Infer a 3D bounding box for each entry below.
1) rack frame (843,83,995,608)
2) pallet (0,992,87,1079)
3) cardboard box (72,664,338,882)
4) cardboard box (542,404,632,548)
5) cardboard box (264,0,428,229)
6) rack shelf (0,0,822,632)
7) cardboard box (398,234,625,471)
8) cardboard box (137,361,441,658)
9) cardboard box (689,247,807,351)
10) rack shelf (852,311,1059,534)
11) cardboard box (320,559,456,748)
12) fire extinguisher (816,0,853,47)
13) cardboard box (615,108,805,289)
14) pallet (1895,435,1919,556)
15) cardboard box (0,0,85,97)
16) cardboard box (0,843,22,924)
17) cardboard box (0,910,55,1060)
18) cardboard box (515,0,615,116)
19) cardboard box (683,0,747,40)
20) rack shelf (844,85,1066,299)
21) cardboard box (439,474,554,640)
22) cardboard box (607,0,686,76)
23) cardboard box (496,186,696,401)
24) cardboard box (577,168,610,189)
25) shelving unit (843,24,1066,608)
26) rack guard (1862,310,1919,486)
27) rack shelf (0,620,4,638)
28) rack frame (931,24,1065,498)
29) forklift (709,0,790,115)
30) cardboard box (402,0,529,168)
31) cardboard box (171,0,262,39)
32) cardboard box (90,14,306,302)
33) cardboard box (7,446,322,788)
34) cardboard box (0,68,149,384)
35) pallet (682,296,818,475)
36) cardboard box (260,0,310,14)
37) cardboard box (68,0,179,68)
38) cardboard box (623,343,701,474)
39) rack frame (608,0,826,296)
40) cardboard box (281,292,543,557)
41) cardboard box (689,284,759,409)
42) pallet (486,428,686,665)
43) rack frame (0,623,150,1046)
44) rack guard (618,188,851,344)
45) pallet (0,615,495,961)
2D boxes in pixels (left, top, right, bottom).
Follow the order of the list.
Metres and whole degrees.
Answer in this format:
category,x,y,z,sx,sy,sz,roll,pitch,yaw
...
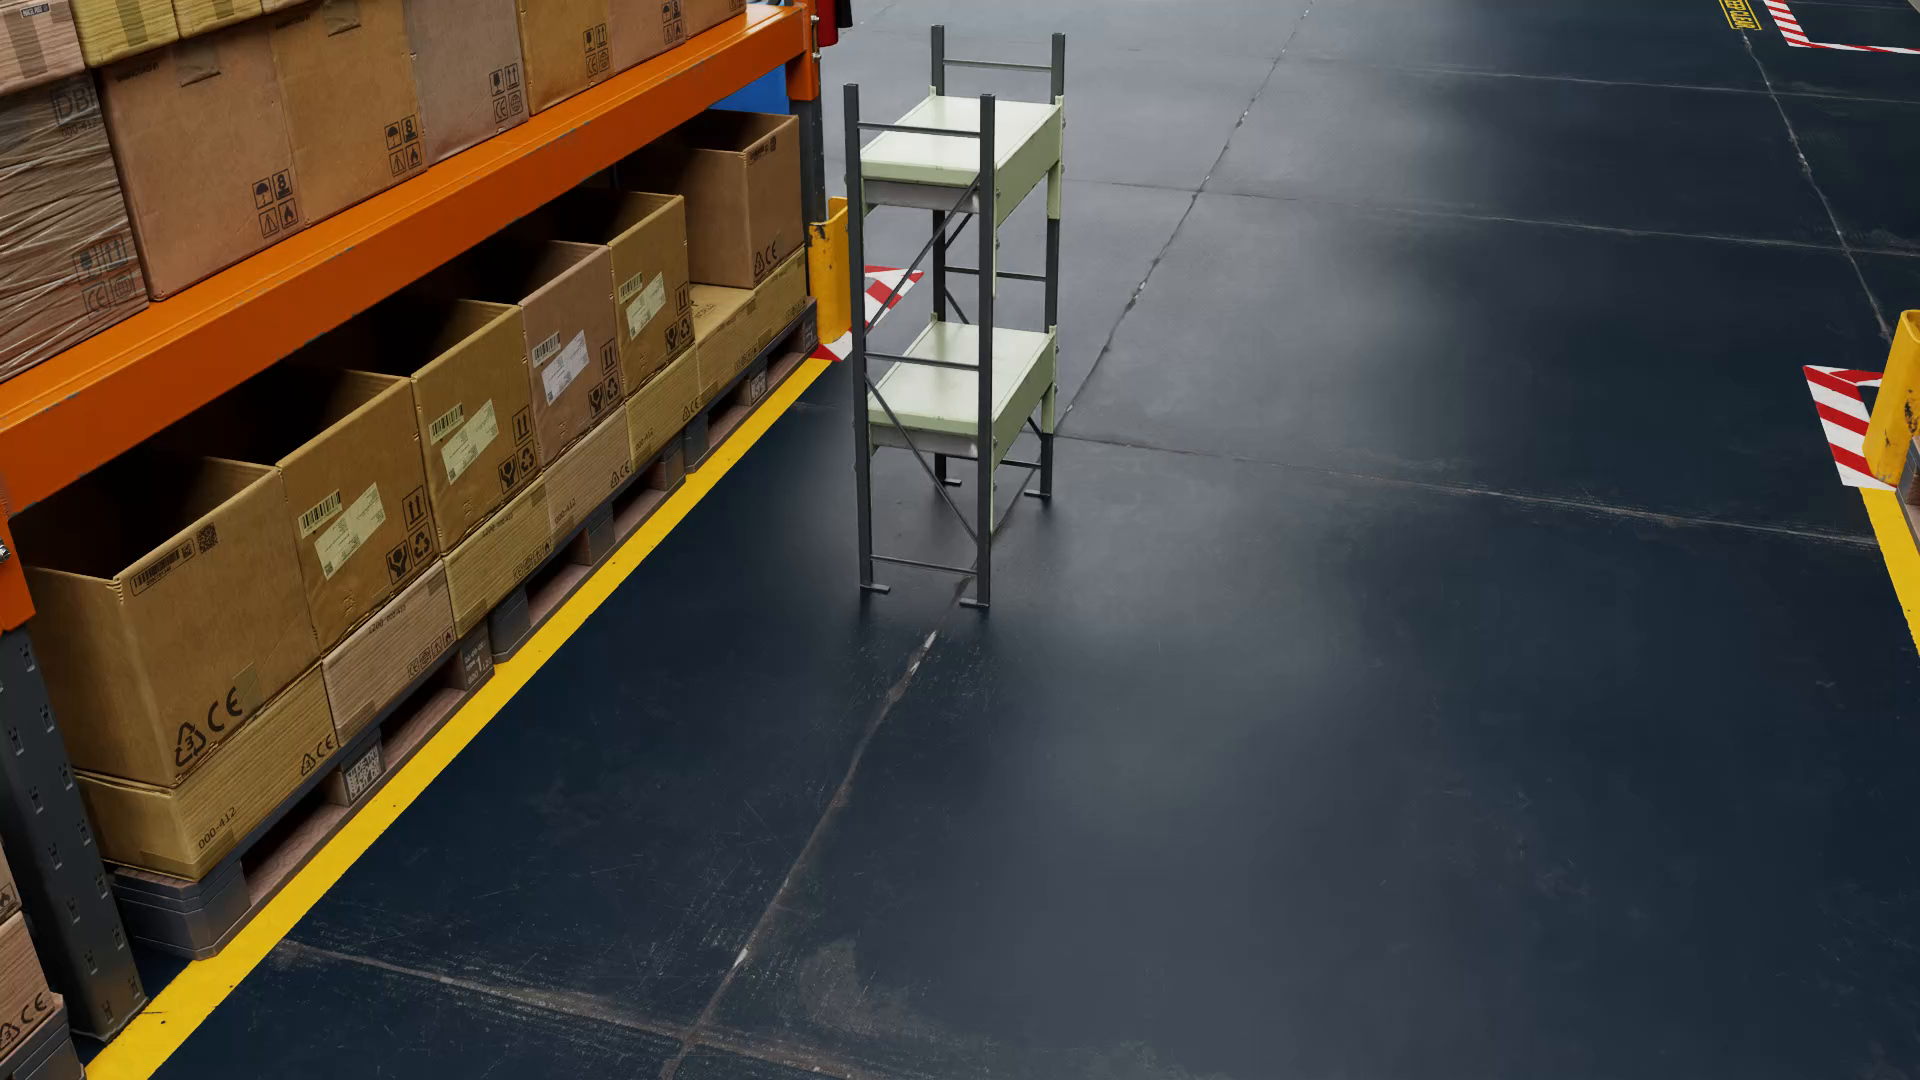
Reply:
category,x,y,z,sx,sy,sz,roll,pitch,yaw
rack frame,-0.105,-0.488,4.585,0.400,1.500,0.023,8,30,15
pallet,-2.379,1.188,2.898,1.003,0.211,1.213,8,30,15
cardboard box,-1.774,0.467,3.721,0.500,0.250,0.500,8,30,15
cardboard box,-1.330,-0.229,4.973,0.500,0.250,0.500,8,30,15
cardboard box,-1.776,-1.108,4.054,0.700,0.500,0.500,9,30,16
rack shelf,-1.613,-0.994,4.691,1.077,0.370,4.000,8,30,15
cardboard box,-1.326,-0.557,4.790,0.500,0.500,0.500,8,30,15
cardboard box,-1.625,-0.093,3.956,0.500,0.500,0.500,8,30,15
cardboard box,-0.901,-0.928,6.229,0.500,0.250,0.500,8,30,15
rack shelf,0.002,-0.374,5.049,0.431,0.370,0.720,8,30,15
cardboard box,-1.623,0.235,4.138,0.500,0.250,0.500,8,30,15
fire extinguisher,-0.547,-2.192,6.185,0.296,0.674,0.183,8,30,15
cardboard box,-0.899,-1.256,6.047,0.500,0.500,0.500,8,30,15
pallet,3.416,0.094,4.864,1.003,0.211,1.213,8,30,15
cardboard box,-1.863,-0.920,3.048,0.380,0.149,0.250,9,30,16
cardboard box,-2.045,0.623,2.863,0.500,0.311,0.500,8,30,15
cardboard box,-2.045,0.873,2.991,0.500,0.250,0.500,8,30,14
cardboard box,-1.476,-1.592,4.923,0.700,0.500,0.500,9,30,15
cardboard box,-1.175,-2.066,5.776,0.700,0.500,0.500,9,30,15
rack shelf,0.002,-1.000,4.701,0.431,0.370,0.720,8,30,15
cardboard box,-1.471,0.004,4.554,0.500,0.250,0.500,8,30,15
cardboard box,-1.325,-1.821,5.336,0.700,0.500,0.500,9,30,16
cardboard box,-1.178,-0.789,5.207,0.500,0.500,0.500,8,30,15
cardboard box,-1.541,-1.097,5.762,0.500,0.500,0.500,8,30,15
shelving unit,0.002,-0.659,4.891,0.431,1.500,0.755,8,30,15
rack guard,3.688,-0.405,5.463,1.175,0.500,0.348,8,30,15
rack shelf,-2.787,0.865,1.349,1.077,0.370,4.000,8,30,15
rack frame,0.109,-0.829,5.197,0.400,1.500,0.023,8,30,15
forklift,-2.304,-2.616,6.938,3.031,2.935,1.130,-12,31,-20
cardboard box,-1.627,-1.346,4.482,0.700,0.500,0.500,9,30,16
cardboard box,-1.713,-1.162,3.483,0.380,0.149,0.250,8,30,14
cardboard box,-1.927,-0.876,3.636,0.700,0.500,0.500,8,30,14
cardboard box,-1.765,0.141,3.536,0.500,0.500,0.500,8,30,15
cardboard box,-2.076,-0.630,3.193,0.700,0.500,0.500,8,30,14
pallet,-1.210,-0.658,6.215,1.003,0.211,1.213,8,30,15
cardboard box,-1.637,-1.278,3.692,0.380,0.149,0.250,7,30,13
cardboard box,-1.788,-1.040,3.264,0.380,0.149,0.250,8,30,14
cardboard box,-1.181,-0.461,5.390,0.500,0.250,0.500,8,30,15
rack frame,-1.026,-2.238,6.187,1.000,3.000,0.127,8,30,15
cardboard box,-1.471,-0.324,4.372,0.500,0.500,0.500,8,30,15
cardboard box,-1.036,-0.694,5.809,0.500,0.250,0.500,8,30,15
pallet,-1.570,-0.093,5.199,1.003,0.211,1.213,8,30,15
rack frame,-2.200,-0.379,2.845,1.000,3.000,0.127,8,30,15
rack guard,-1.019,-1.156,6.815,1.175,0.500,0.348,8,30,15
pallet,-1.927,0.476,4.177,1.003,0.211,1.213,8,30,15
